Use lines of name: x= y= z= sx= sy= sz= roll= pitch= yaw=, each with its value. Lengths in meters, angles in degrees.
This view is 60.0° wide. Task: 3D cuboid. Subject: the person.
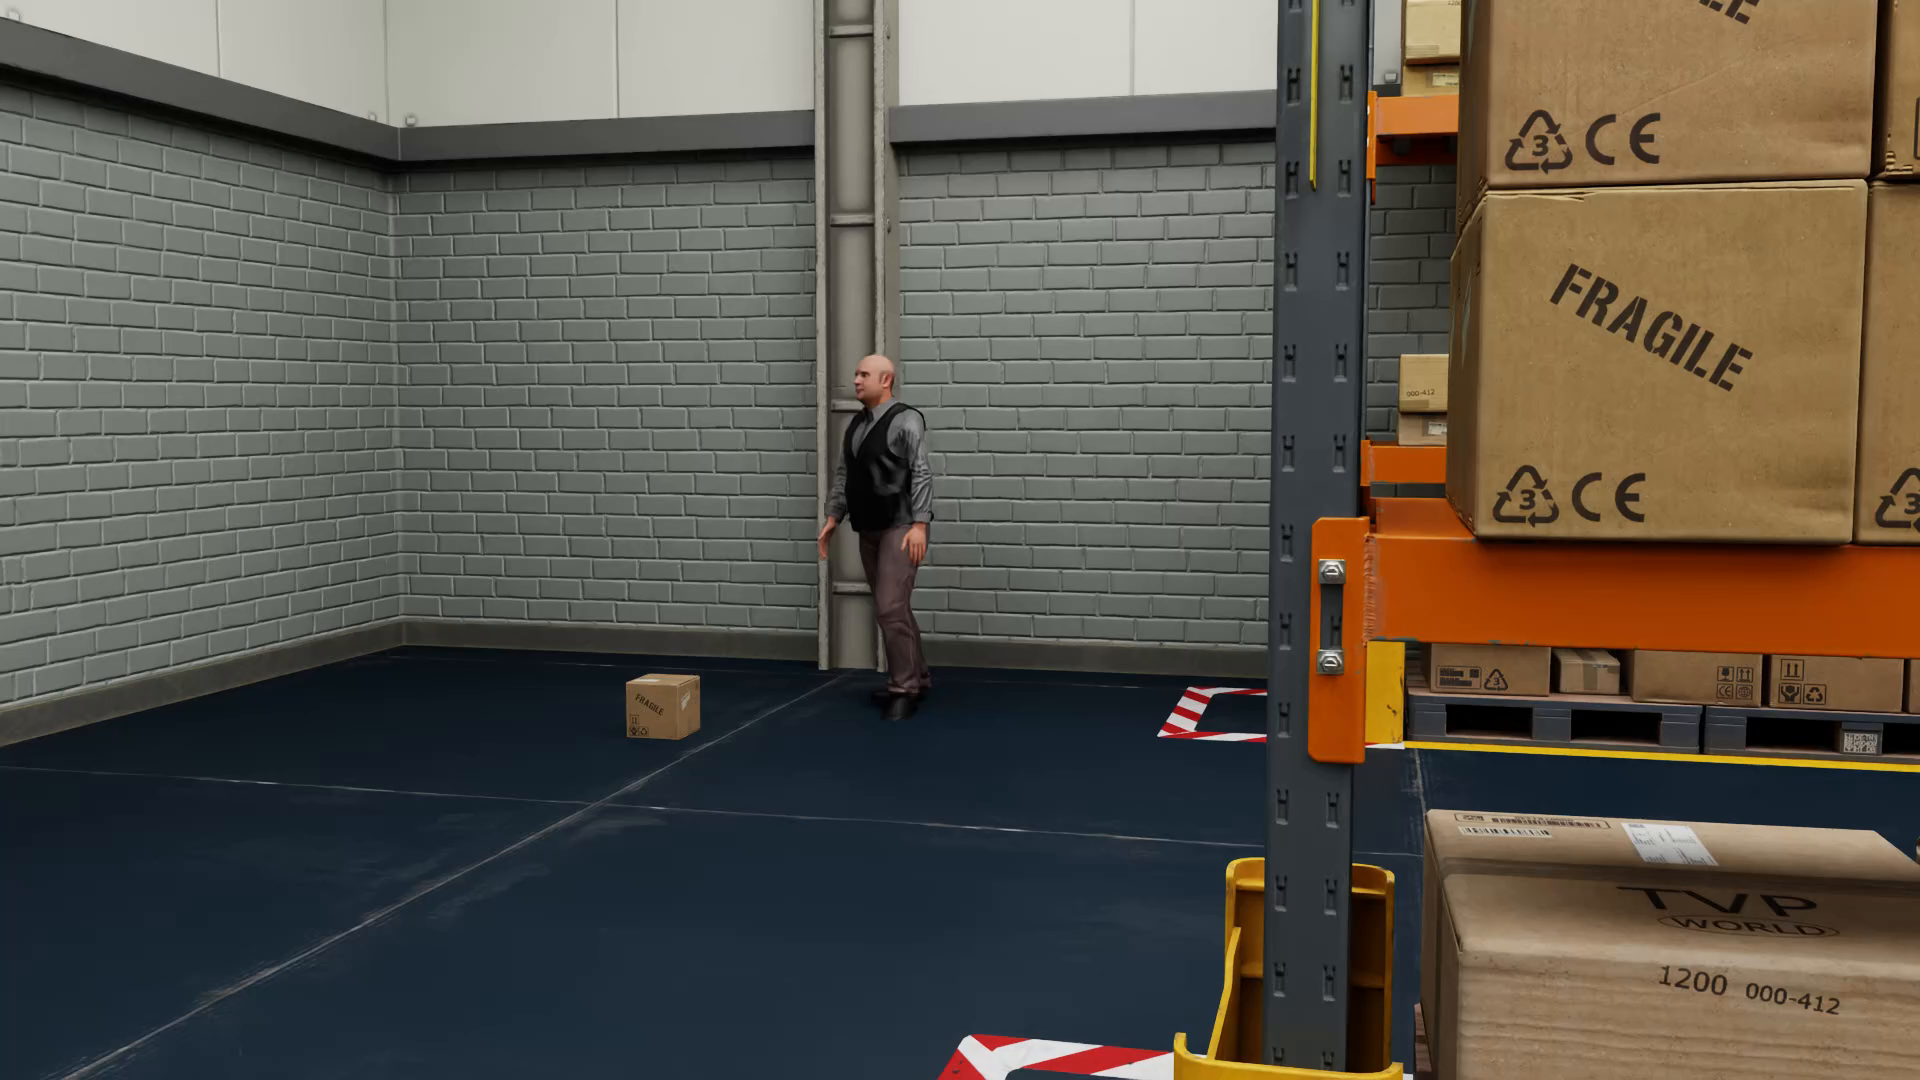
person: x=-0.355 y=-0.012 z=8.069 sx=0.568 sy=1.762 sz=0.571 roll=-4 pitch=6 yaw=-38
